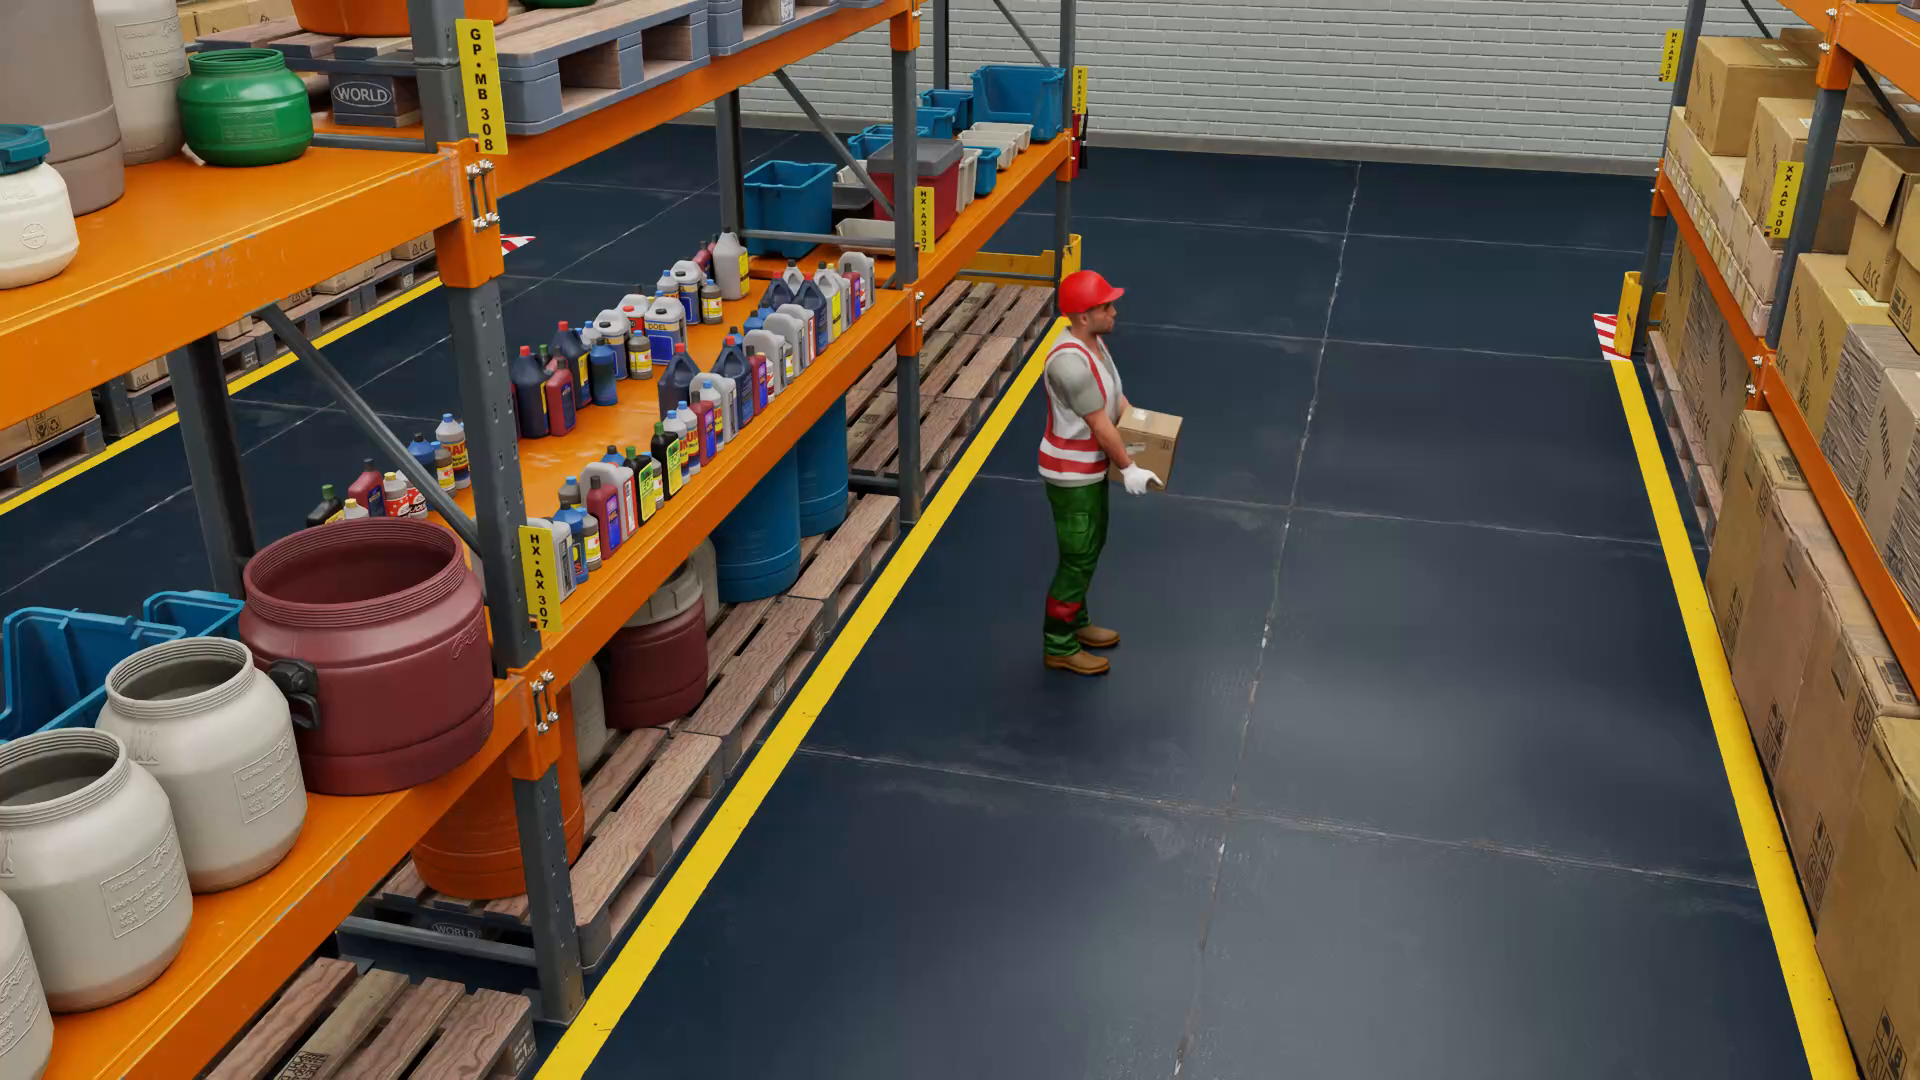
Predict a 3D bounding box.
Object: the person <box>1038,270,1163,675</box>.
[{"bbox_3d":[0.620,-0.287,7.193,0.554,1.787,0.495,6,26,13],"label":"person"}]
